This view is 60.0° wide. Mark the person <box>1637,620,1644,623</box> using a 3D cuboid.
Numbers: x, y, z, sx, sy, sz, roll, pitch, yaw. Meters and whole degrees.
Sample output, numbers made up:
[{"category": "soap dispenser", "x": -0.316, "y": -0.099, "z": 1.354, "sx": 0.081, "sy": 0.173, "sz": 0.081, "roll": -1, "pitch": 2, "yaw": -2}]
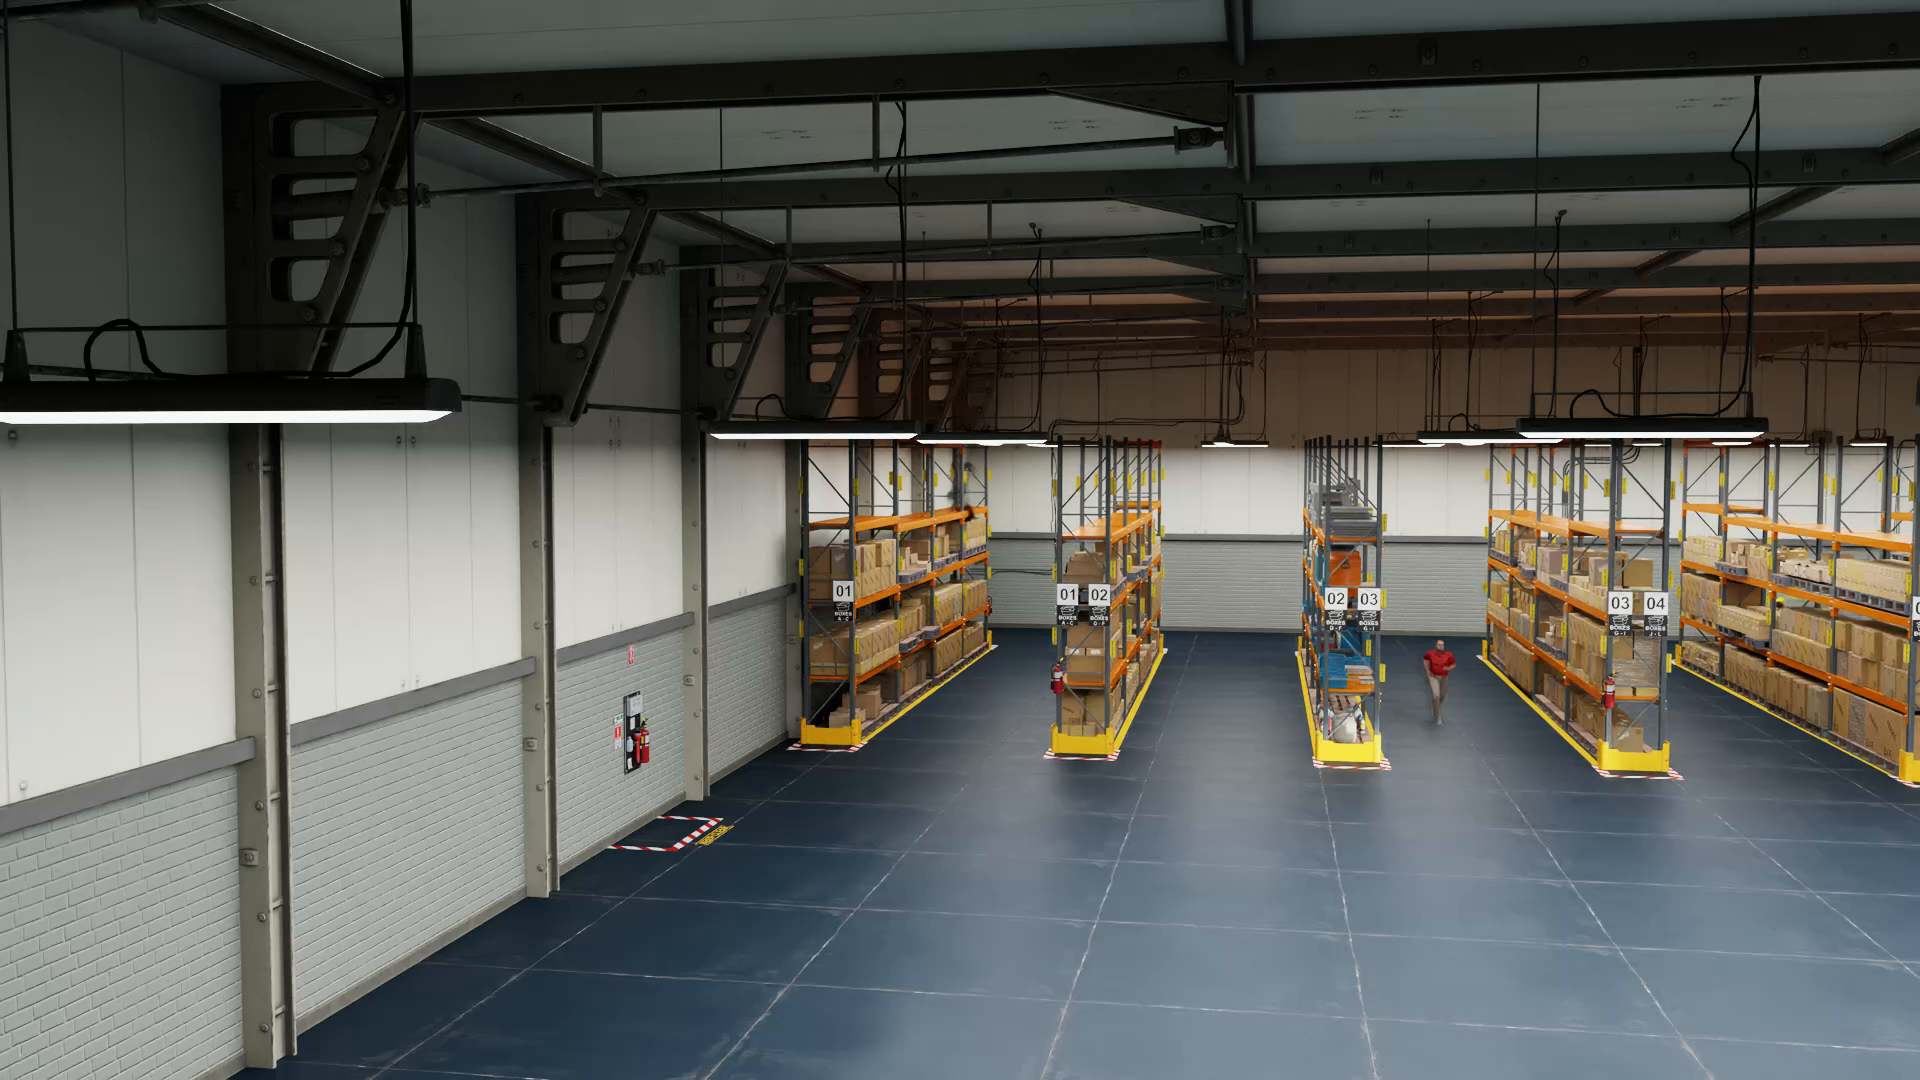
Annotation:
[{"category": "person", "x": 17.524, "y": 2.562, "z": 42.390, "sx": 0.642, "sy": 1.701, "sz": 0.892, "roll": 0, "pitch": 3, "yaw": 8}]

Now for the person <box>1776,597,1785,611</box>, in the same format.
[{"category": "person", "x": 22.209, "y": 2.425, "z": 45.051, "sx": 0.827, "sy": 1.749, "sz": 0.706, "roll": 0, "pitch": 3, "yaw": 3}]

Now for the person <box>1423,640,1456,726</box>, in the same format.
[{"category": "person", "x": 10.108, "y": 2.992, "z": 35.042, "sx": 0.613, "sy": 1.796, "sz": 0.993, "roll": 0, "pitch": 3, "yaw": -1}]
